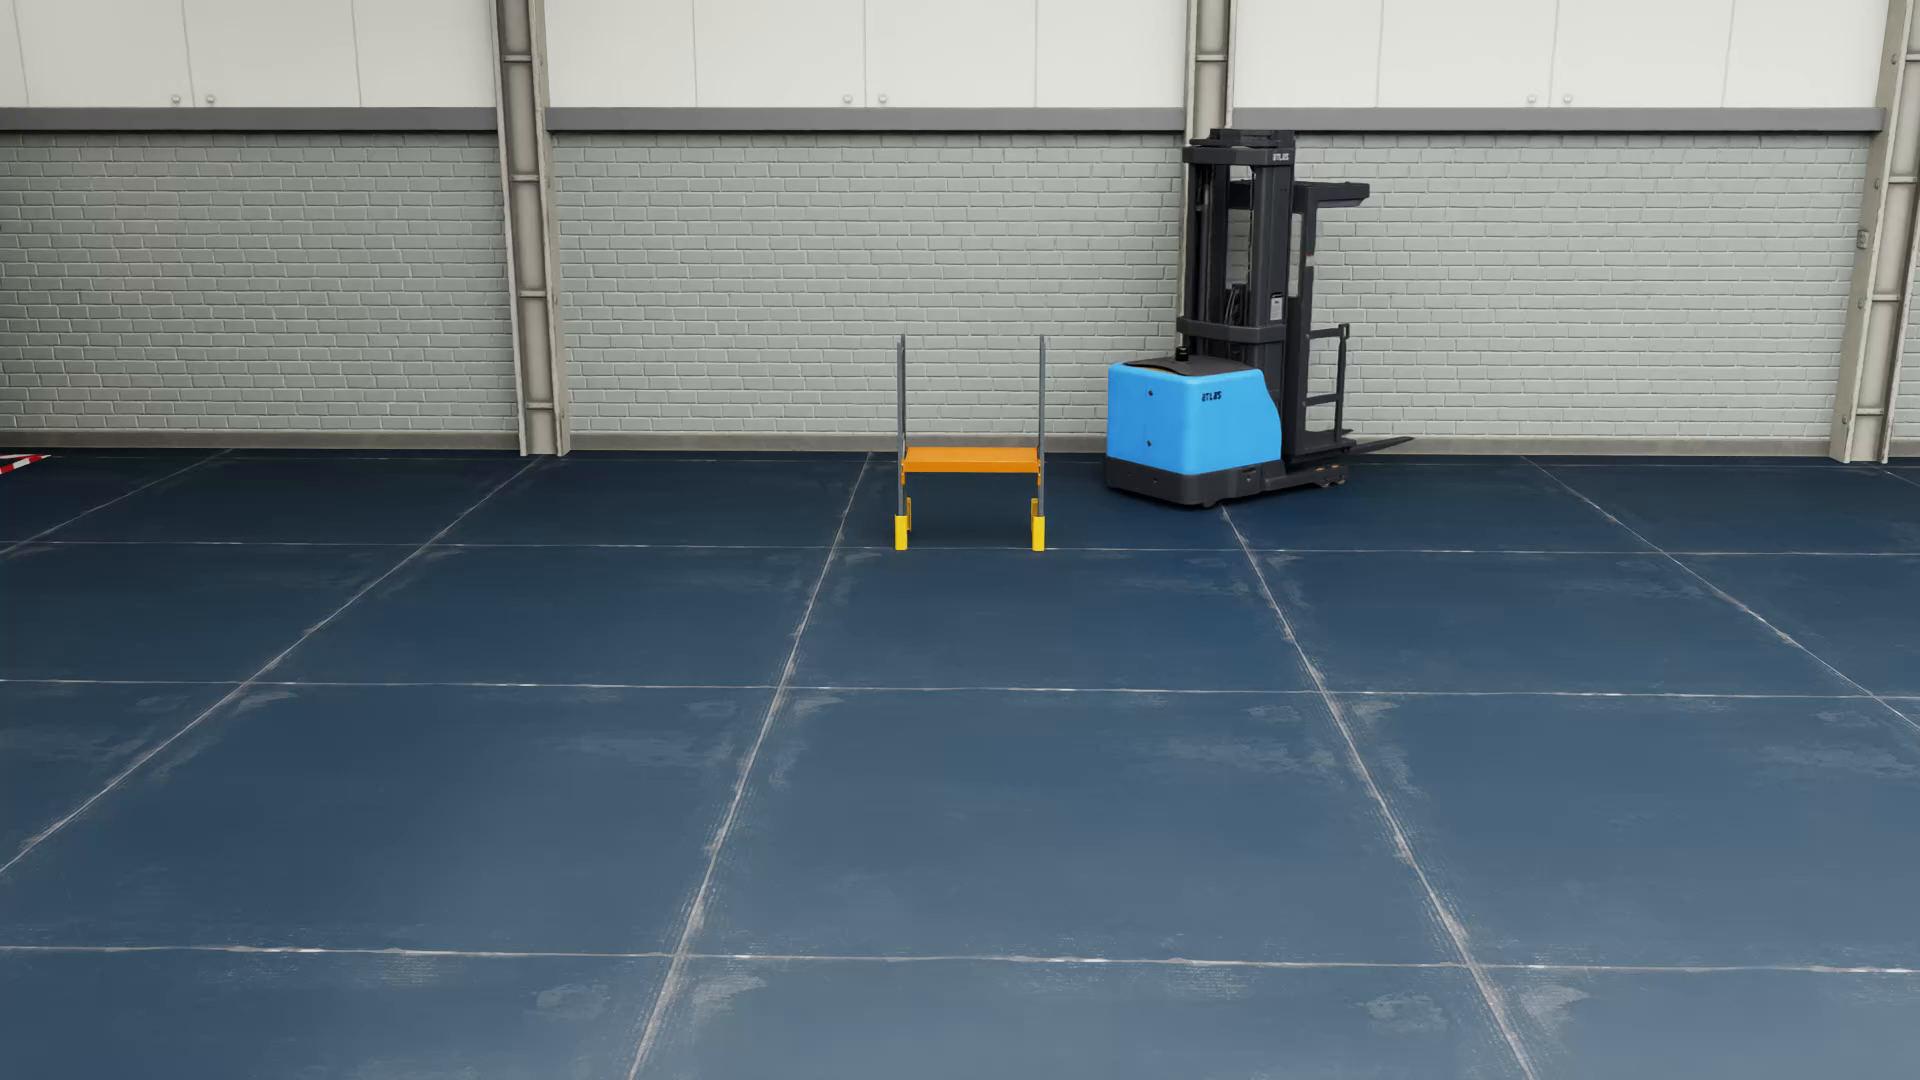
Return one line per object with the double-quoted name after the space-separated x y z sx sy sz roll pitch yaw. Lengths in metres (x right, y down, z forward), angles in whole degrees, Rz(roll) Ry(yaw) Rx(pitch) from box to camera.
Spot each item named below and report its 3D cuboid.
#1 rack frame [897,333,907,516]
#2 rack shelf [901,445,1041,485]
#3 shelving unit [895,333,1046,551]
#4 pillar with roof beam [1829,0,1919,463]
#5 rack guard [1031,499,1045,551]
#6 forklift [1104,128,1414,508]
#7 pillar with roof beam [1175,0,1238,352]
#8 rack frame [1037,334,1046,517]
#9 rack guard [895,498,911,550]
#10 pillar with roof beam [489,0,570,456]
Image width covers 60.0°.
-0.423 -0.728 12.159 0.032 1.500 0.500 0 15 1 "rack frame"
0.085 -0.551 12.192 1.000 0.185 0.538 0 15 1 "rack shelf"
0.076 -0.725 12.147 1.083 1.500 0.587 0 15 1 "shelving unit"
8.047 -3.986 9.809 0.400 9.000 9.100 0 15 1 "pillar with roof beam"
0.574 -0.117 12.294 0.087 0.250 0.587 0 15 1 "rack guard"
2.679 -1.954 13.999 3.031 2.935 1.130 -11 18 -36 "forklift"
2.049 -4.025 9.957 0.400 9.000 9.100 0 15 1 "pillar with roof beam"
0.593 -0.721 12.134 0.032 1.500 0.500 0 15 1 "rack frame"
-0.422 -0.124 12.319 0.087 0.250 0.587 0 15 1 "rack guard"
-3.949 -4.064 10.106 0.400 9.000 9.100 0 15 1 "pillar with roof beam"
